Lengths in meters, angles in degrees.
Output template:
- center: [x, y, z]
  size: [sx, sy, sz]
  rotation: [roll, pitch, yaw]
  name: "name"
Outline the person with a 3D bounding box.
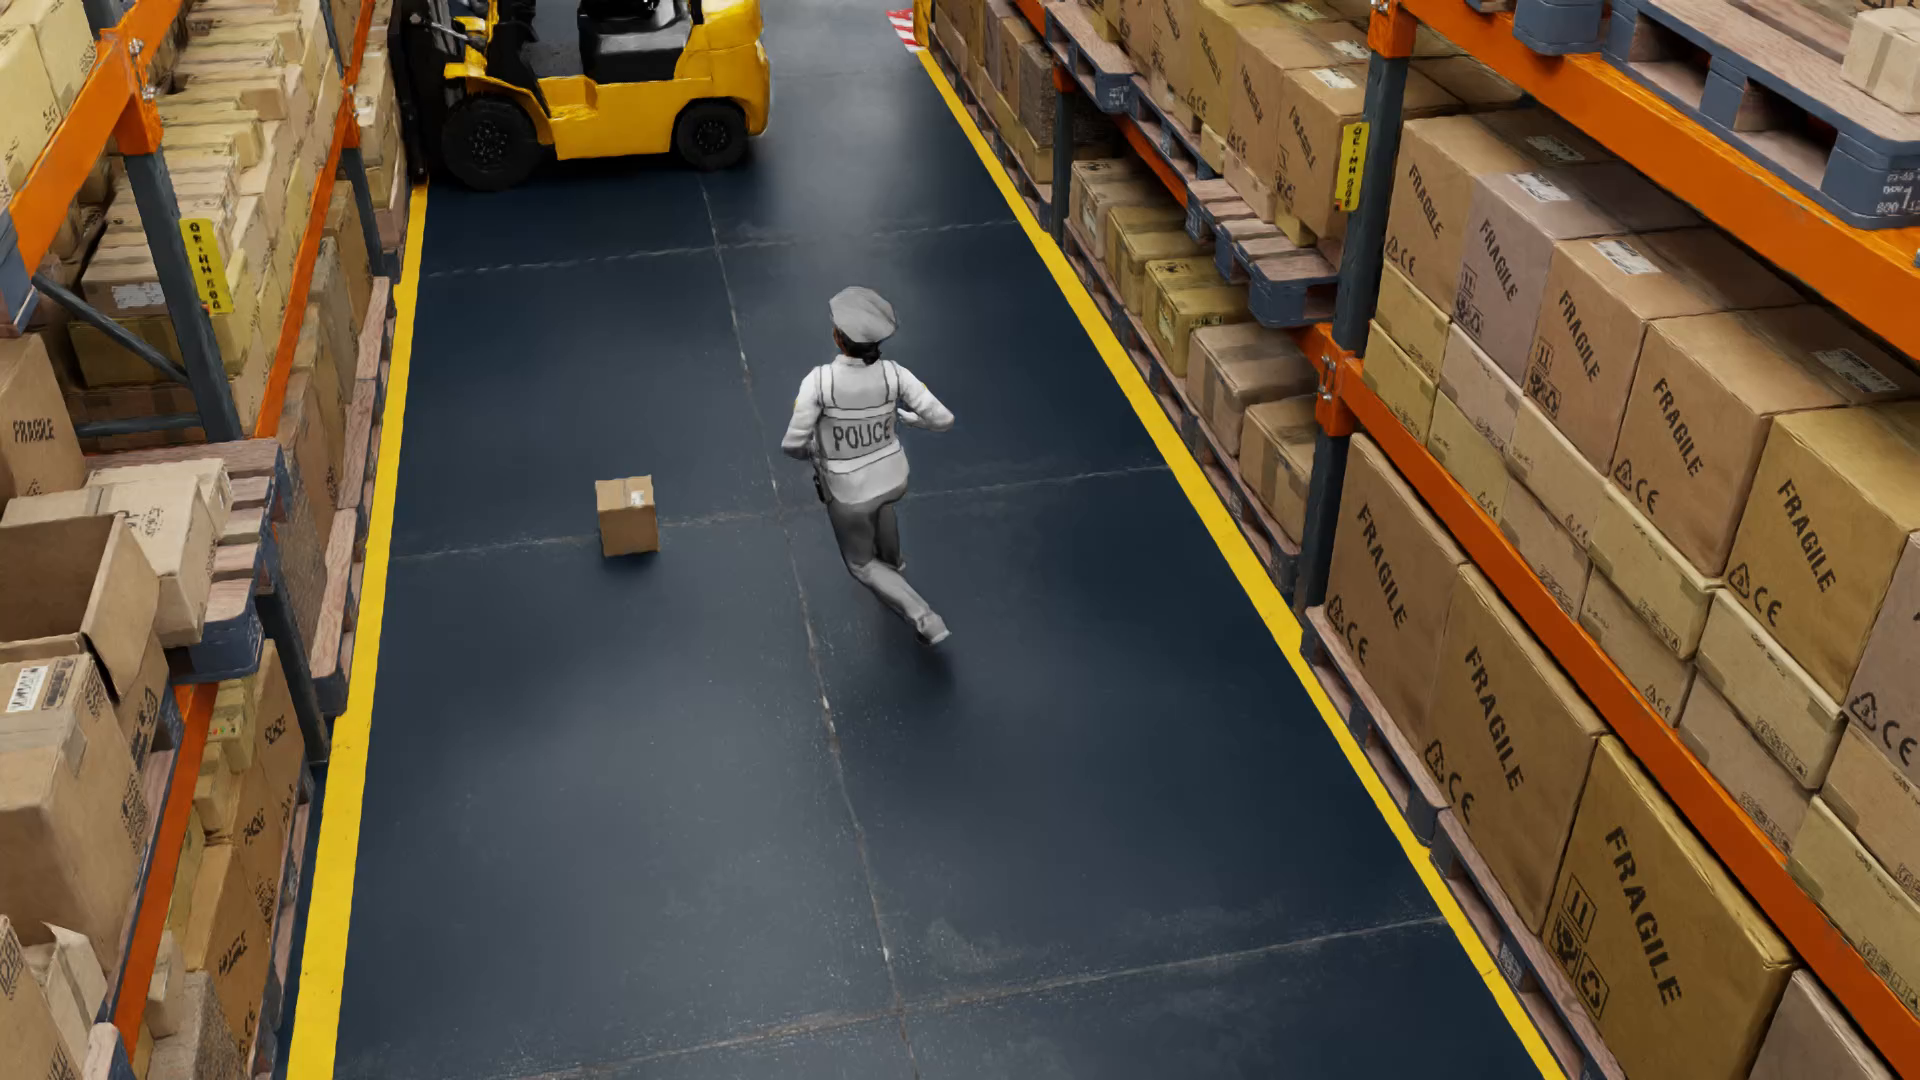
- center: [-0.378, -0.285, 6.613]
  size: [0.685, 1.562, 0.919]
  rotation: [-20, 39, -27]
  name: "person"
